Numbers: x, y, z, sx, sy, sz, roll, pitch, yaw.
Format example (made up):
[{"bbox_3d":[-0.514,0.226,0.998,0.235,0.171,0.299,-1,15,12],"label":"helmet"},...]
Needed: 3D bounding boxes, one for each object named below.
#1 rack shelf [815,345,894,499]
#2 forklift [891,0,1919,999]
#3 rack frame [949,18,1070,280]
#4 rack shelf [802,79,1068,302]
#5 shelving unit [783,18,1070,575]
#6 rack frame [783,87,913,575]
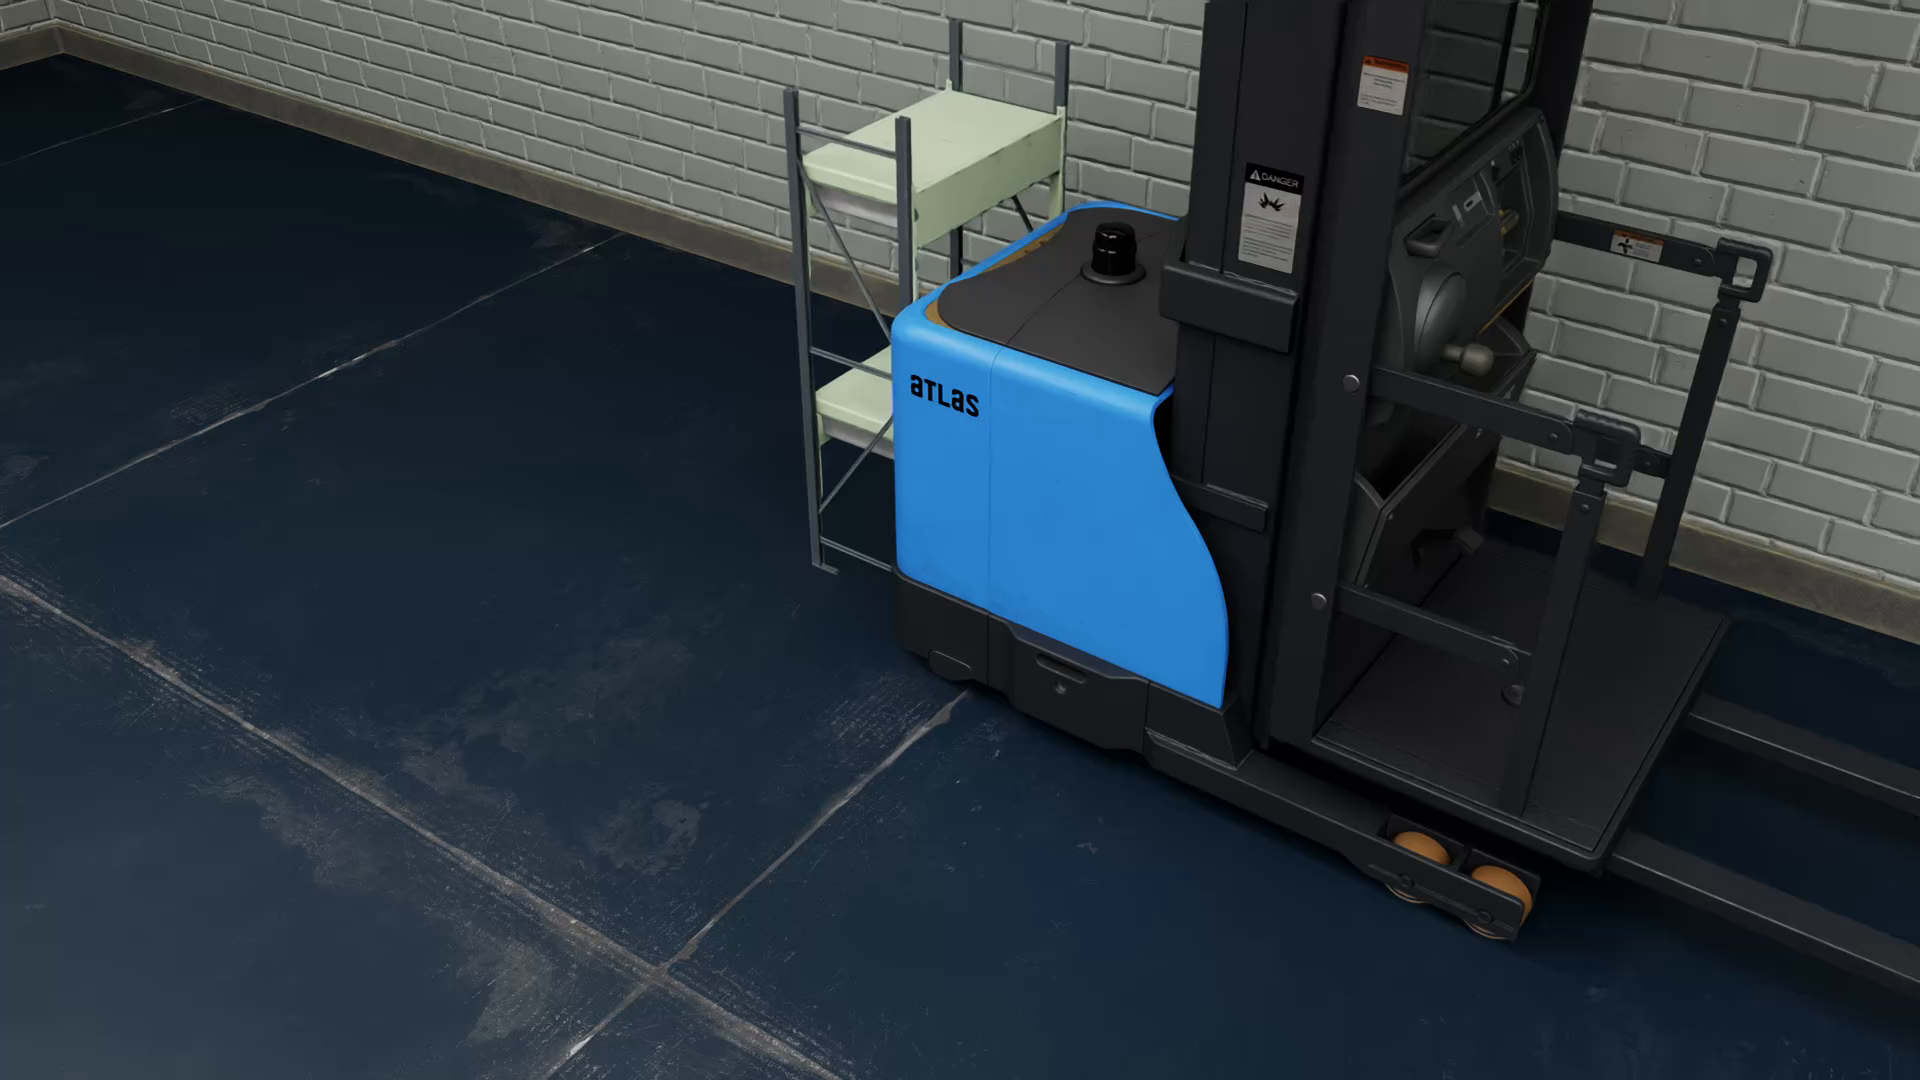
[{"bbox_3d":[-0.075,-0.379,5.054,0.431,0.370,0.720,22,40,29],"label":"rack shelf"},{"bbox_3d":[1.303,-0.626,3.559,3.031,2.935,1.130,22,40,29],"label":"forklift"},{"bbox_3d":[0.137,-0.816,5.118,0.400,1.500,0.023,22,40,29],"label":"rack frame"},{"bbox_3d":[-0.076,-0.973,4.653,0.431,0.370,0.720,22,40,29],"label":"rack shelf"},{"bbox_3d":[-0.076,-0.649,4.871,0.431,1.500,0.755,22,40,29],"label":"shelving unit"},{"bbox_3d":[-0.289,-0.483,4.625,0.400,1.500,0.023,22,40,29],"label":"rack frame"}]
